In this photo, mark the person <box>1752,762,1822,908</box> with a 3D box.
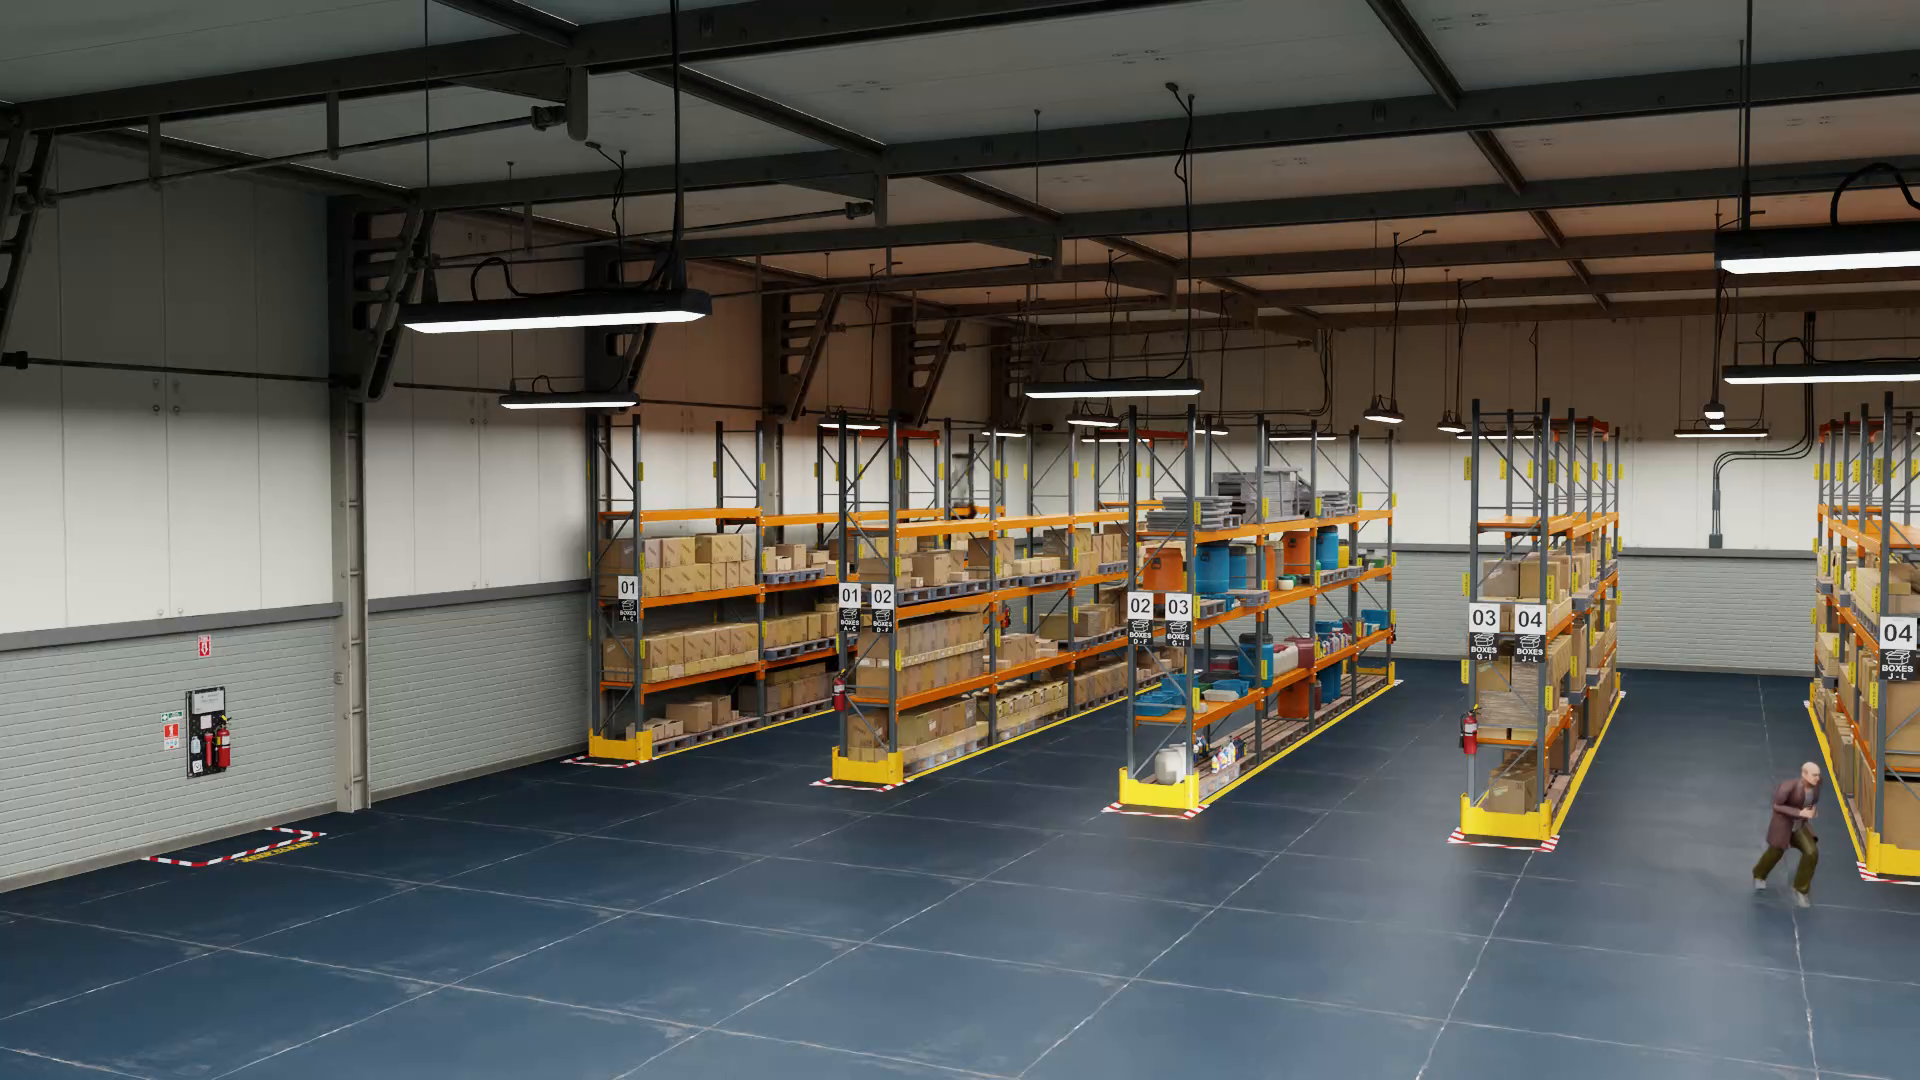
[{"bbox_3d":[9.659,3.394,19.392,0.753,1.736,1.071,-1,2,-14],"label":"person"}]
